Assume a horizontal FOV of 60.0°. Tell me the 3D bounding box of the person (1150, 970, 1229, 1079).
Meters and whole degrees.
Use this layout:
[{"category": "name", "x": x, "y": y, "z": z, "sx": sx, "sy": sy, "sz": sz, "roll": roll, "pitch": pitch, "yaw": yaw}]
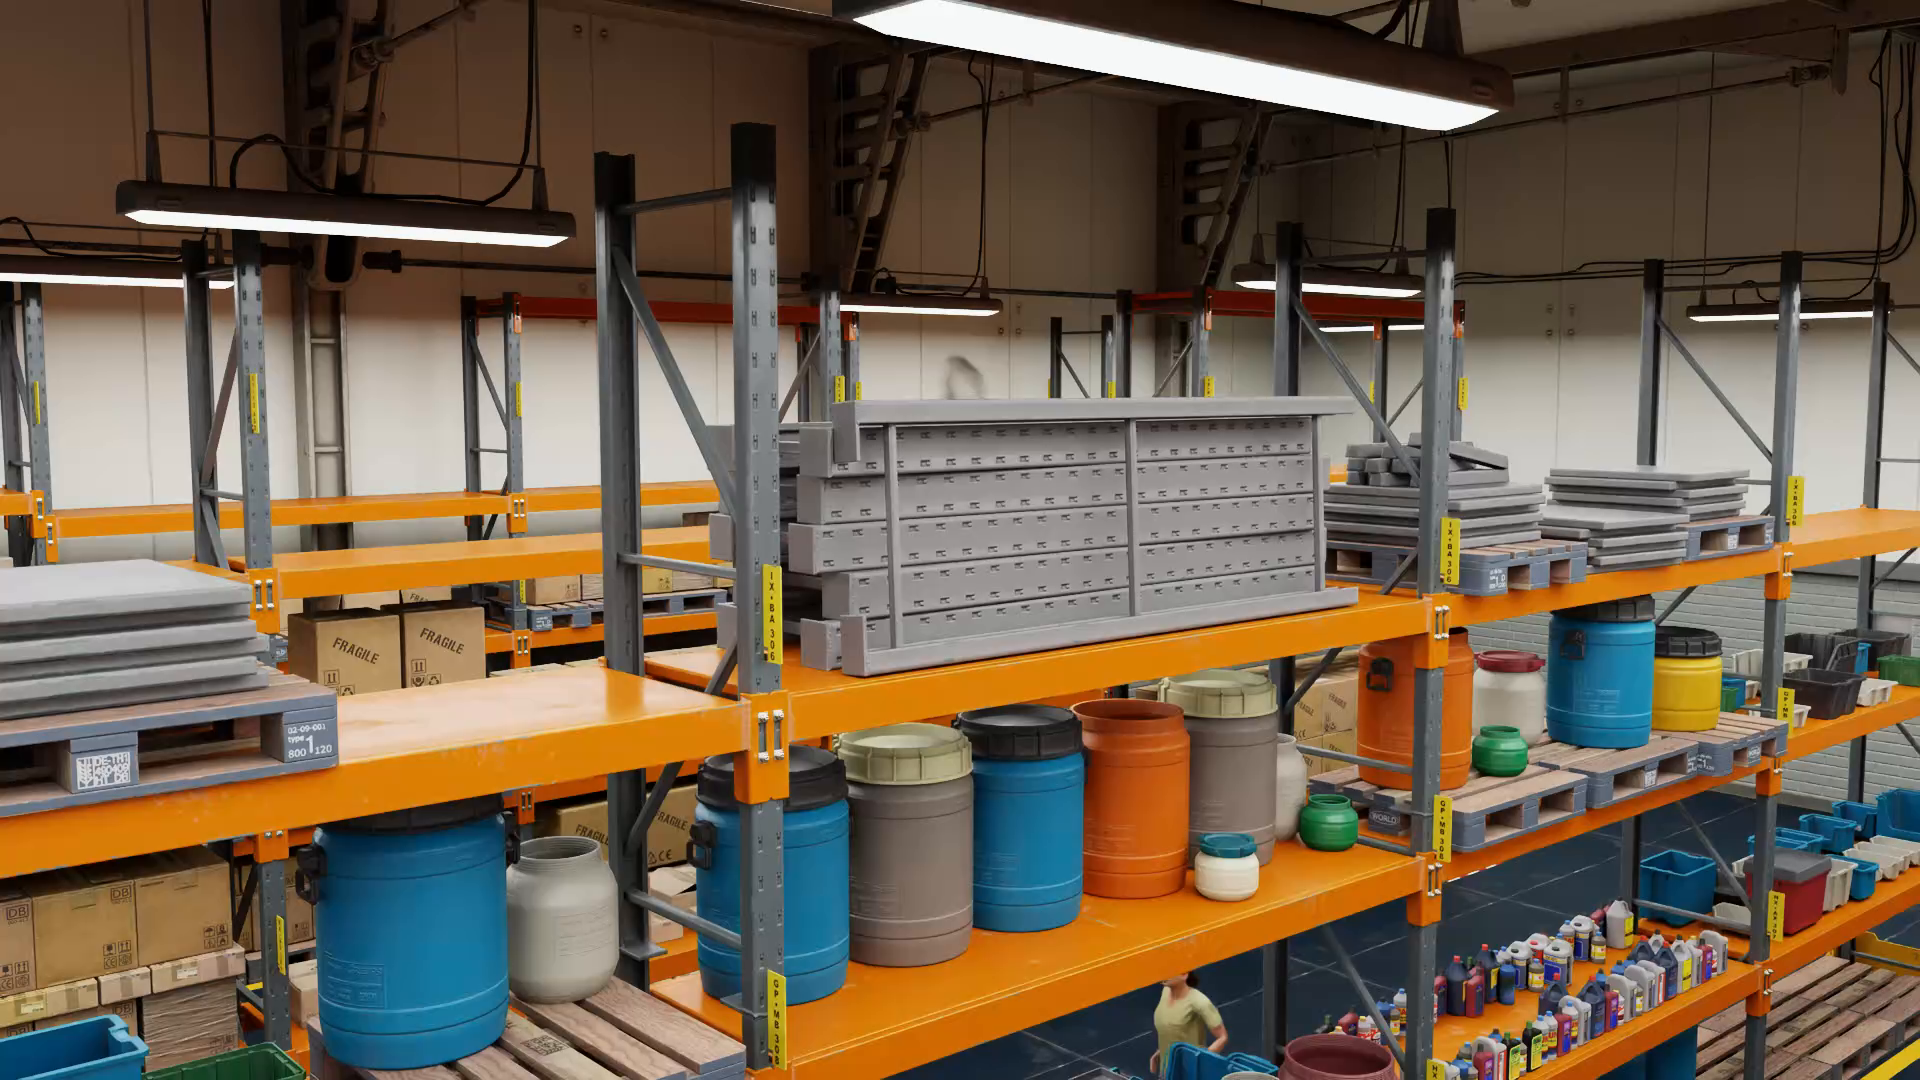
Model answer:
[{"category": "person", "x": 1.472, "y": 3.370, "z": 10.428, "sx": 0.784, "sy": 1.654, "sz": 0.577, "roll": -4, "pitch": 7, "yaw": -37}]
